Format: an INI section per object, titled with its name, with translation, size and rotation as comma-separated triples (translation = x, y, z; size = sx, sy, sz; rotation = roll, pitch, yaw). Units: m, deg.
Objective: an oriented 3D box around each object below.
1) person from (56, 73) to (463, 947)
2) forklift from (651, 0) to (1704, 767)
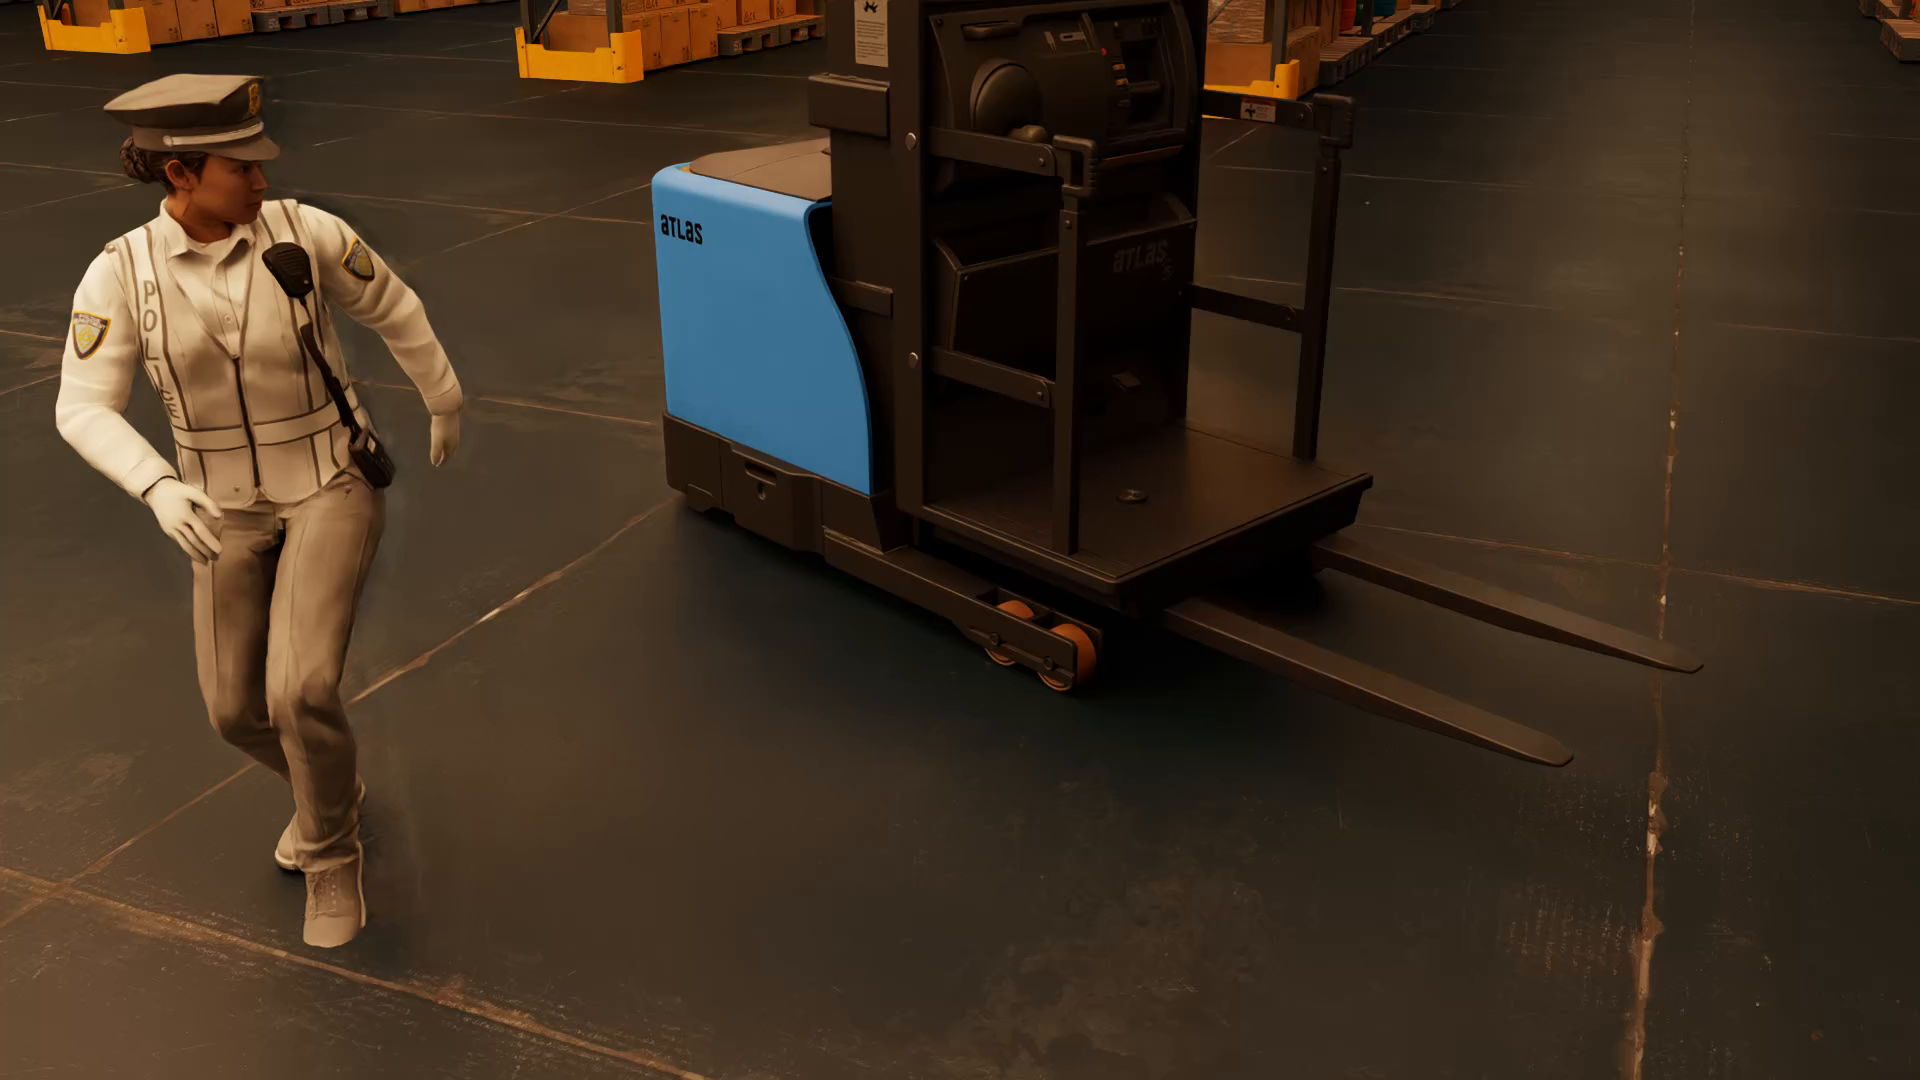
[person]
translation = -1.307, -0.043, 3.197
size = 0.577, 1.666, 0.734
rotation = 0, 23, 0
[forklift]
translation = 0.434, -1.196, 4.154
size = 1.130, 2.935, 3.031
rotation = -20, 30, -39
